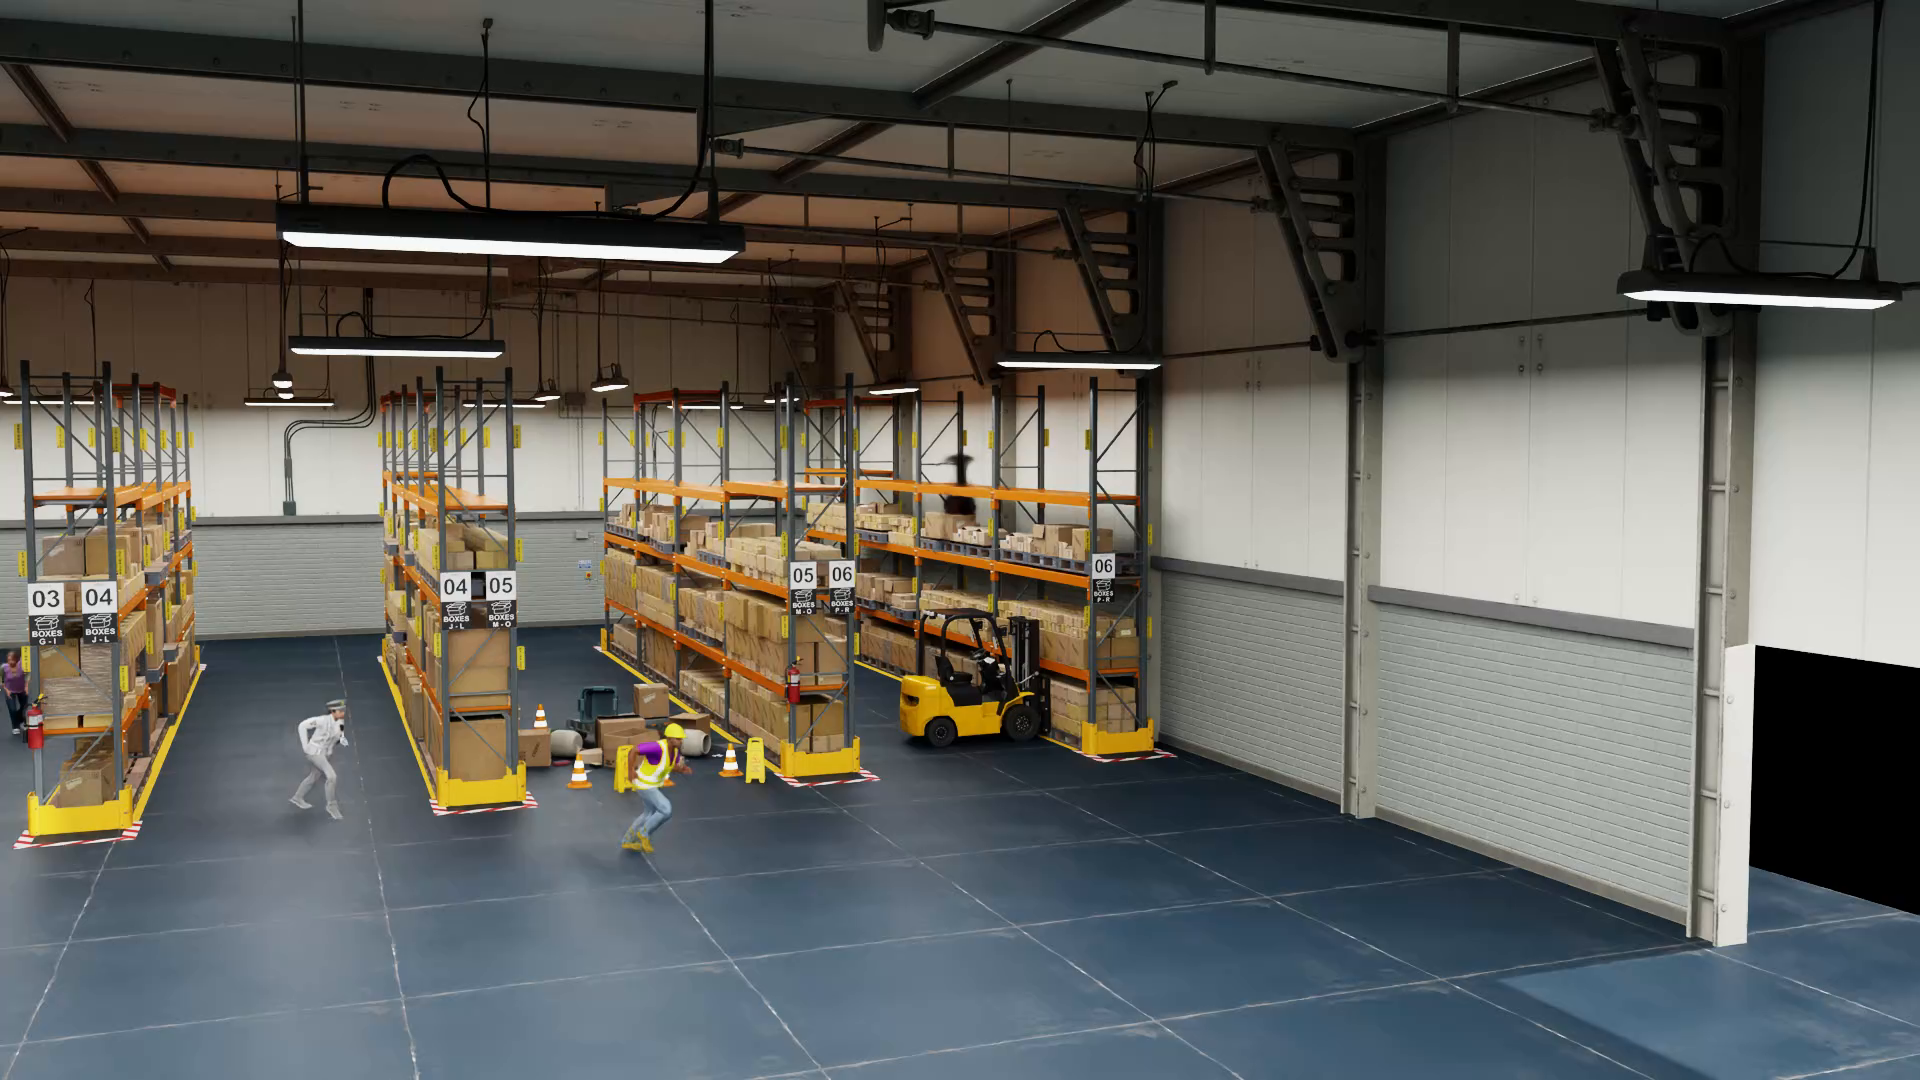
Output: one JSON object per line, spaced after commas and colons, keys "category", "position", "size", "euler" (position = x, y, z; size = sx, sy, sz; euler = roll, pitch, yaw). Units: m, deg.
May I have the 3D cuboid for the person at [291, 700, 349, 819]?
{"category": "person", "position": [-8.542, 2.914, 22.078], "size": [0.941, 1.628, 0.664], "euler": [1, 4, 22]}

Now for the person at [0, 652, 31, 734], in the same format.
{"category": "person", "position": [-16.045, 2.581, 28.252], "size": [0.556, 1.446, 0.808], "euler": [-3, 5, -42]}

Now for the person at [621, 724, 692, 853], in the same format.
{"category": "person", "position": [-3.692, 2.992, 20.000], "size": [0.929, 1.595, 0.741], "euler": [1, 4, 20]}
